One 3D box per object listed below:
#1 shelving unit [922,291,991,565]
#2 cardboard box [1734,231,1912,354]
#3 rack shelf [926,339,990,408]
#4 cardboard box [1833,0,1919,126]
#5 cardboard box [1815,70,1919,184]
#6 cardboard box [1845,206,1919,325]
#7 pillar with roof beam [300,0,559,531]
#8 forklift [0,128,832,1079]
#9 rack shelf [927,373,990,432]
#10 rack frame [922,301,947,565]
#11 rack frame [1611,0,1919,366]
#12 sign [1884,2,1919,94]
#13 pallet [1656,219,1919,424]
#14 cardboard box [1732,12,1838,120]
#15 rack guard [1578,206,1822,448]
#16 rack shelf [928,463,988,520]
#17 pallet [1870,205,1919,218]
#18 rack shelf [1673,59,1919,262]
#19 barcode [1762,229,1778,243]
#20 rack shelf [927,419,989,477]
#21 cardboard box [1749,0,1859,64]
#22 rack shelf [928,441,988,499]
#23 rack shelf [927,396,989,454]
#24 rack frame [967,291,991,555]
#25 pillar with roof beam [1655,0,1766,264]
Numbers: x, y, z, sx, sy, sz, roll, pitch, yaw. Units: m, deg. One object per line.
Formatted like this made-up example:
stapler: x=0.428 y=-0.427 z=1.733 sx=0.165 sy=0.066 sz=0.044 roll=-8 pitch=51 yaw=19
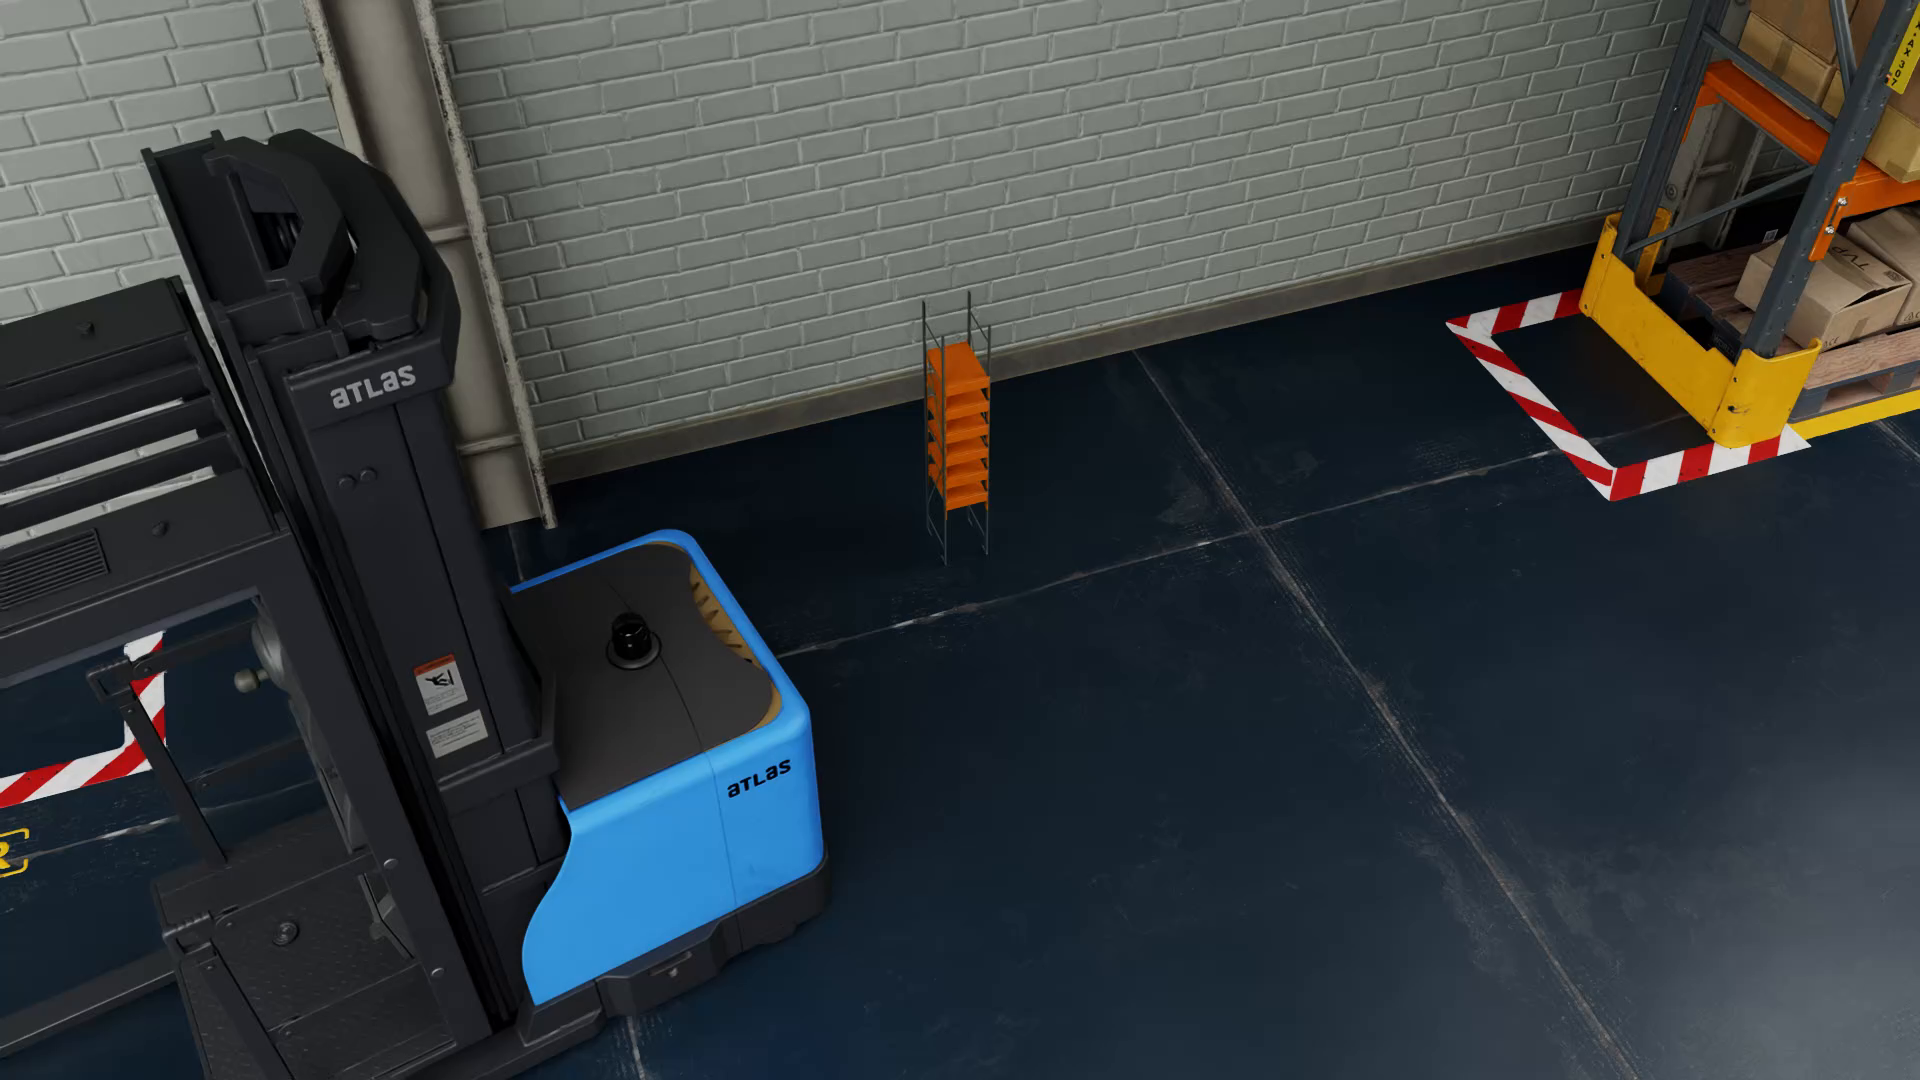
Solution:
shelving unit: x=-0.014 y=-0.420 z=6.631 sx=0.189 sy=1.200 sz=0.258 roll=-14 pitch=47 yaw=-14
cardboard box: x=4.003 y=-1.182 z=7.707 sx=0.500 sy=0.311 sz=0.500 roll=-19 pitch=48 yaw=-18
rack shelf: x=-0.014 y=-0.643 z=6.407 sx=0.180 sy=0.103 sz=0.258 roll=-14 pitch=47 yaw=-14
cardboard box: x=3.873 y=-2.003 z=6.500 sx=0.500 sy=0.500 sz=0.500 roll=-14 pitch=47 yaw=-14
cardboard box: x=3.889 y=-1.730 z=6.757 sx=0.500 sy=0.250 sz=0.500 roll=-16 pitch=47 yaw=-15
cardboard box: x=4.540 y=-1.319 z=7.844 sx=0.500 sy=0.311 sz=0.500 roll=-11 pitch=46 yaw=-11
pillar with roof beam: x=-0.495 y=-0.421 z=1.126 sx=0.400 sy=9.000 sz=9.100 roll=-14 pitch=47 yaw=-14
forklift: x=-1.972 y=0.489 z=4.502 sx=3.031 sy=2.935 sz=1.130 roll=-23 pitch=49 yaw=-21
rack shelf: x=-0.014 y=-0.558 z=6.492 sx=0.180 sy=0.103 sz=0.258 roll=-14 pitch=47 yaw=-14
rack frame: x=-0.100 y=-0.398 z=6.609 sx=0.006 sy=1.200 sz=0.240 roll=-14 pitch=47 yaw=-14
rack frame: x=3.322 y=-1.870 z=6.805 sx=0.127 sy=3.000 sz=1.000 roll=-14 pitch=47 yaw=-14
sign: x=3.507 y=-1.814 z=6.138 sx=0.005 sy=0.325 sz=0.100 roll=-14 pitch=47 yaw=-14
pallet: x=4.170 y=-1.075 z=7.982 sx=1.213 sy=0.211 sz=1.003 roll=-14 pitch=47 yaw=-14
cardboard box: x=3.696 y=-2.065 z=7.092 sx=0.500 sy=0.250 sz=0.500 roll=-14 pitch=47 yaw=-13
rack guard: x=3.394 y=-1.005 z=7.708 sx=0.348 sy=0.500 sz=1.175 roll=-14 pitch=47 yaw=-14
rack shelf: x=-0.014 y=-0.219 z=6.832 sx=0.180 sy=0.103 sz=0.258 roll=-14 pitch=47 yaw=-14
pallet: x=5.315 y=-1.366 z=8.272 sx=1.213 sy=0.211 sz=1.003 roll=-14 pitch=47 yaw=-14
rack shelf: x=5.203 y=-2.097 z=7.539 sx=4.000 sy=0.370 sz=1.077 roll=-14 pitch=47 yaw=-14
barcode: x=3.885 y=-1.456 z=7.974 sx=0.075 sy=0.075 sz=0.001 roll=-14 pitch=47 yaw=-14
rack shelf: x=-0.014 y=-0.389 z=6.662 sx=0.180 sy=0.103 sz=0.258 roll=-14 pitch=47 yaw=-14
cardboard box: x=3.693 y=-2.343 z=6.839 sx=0.500 sy=0.500 sz=0.500 roll=-15 pitch=47 yaw=-14
rack shelf: x=-0.014 y=-0.304 z=6.747 sx=0.180 sy=0.103 sz=0.258 roll=-14 pitch=47 yaw=-14
rack shelf: x=-0.014 y=-0.473 z=6.577 sx=0.180 sy=0.103 sz=0.258 roll=-14 pitch=47 yaw=-14
rack frame: x=0.072 y=-0.442 z=6.653 sx=0.006 sy=1.200 sz=0.240 roll=-14 pitch=47 yaw=-14
pillar with roof beam: x=5.149 y=-1.864 z=2.564 sx=0.400 sy=9.000 sz=9.100 roll=-14 pitch=47 yaw=-14
